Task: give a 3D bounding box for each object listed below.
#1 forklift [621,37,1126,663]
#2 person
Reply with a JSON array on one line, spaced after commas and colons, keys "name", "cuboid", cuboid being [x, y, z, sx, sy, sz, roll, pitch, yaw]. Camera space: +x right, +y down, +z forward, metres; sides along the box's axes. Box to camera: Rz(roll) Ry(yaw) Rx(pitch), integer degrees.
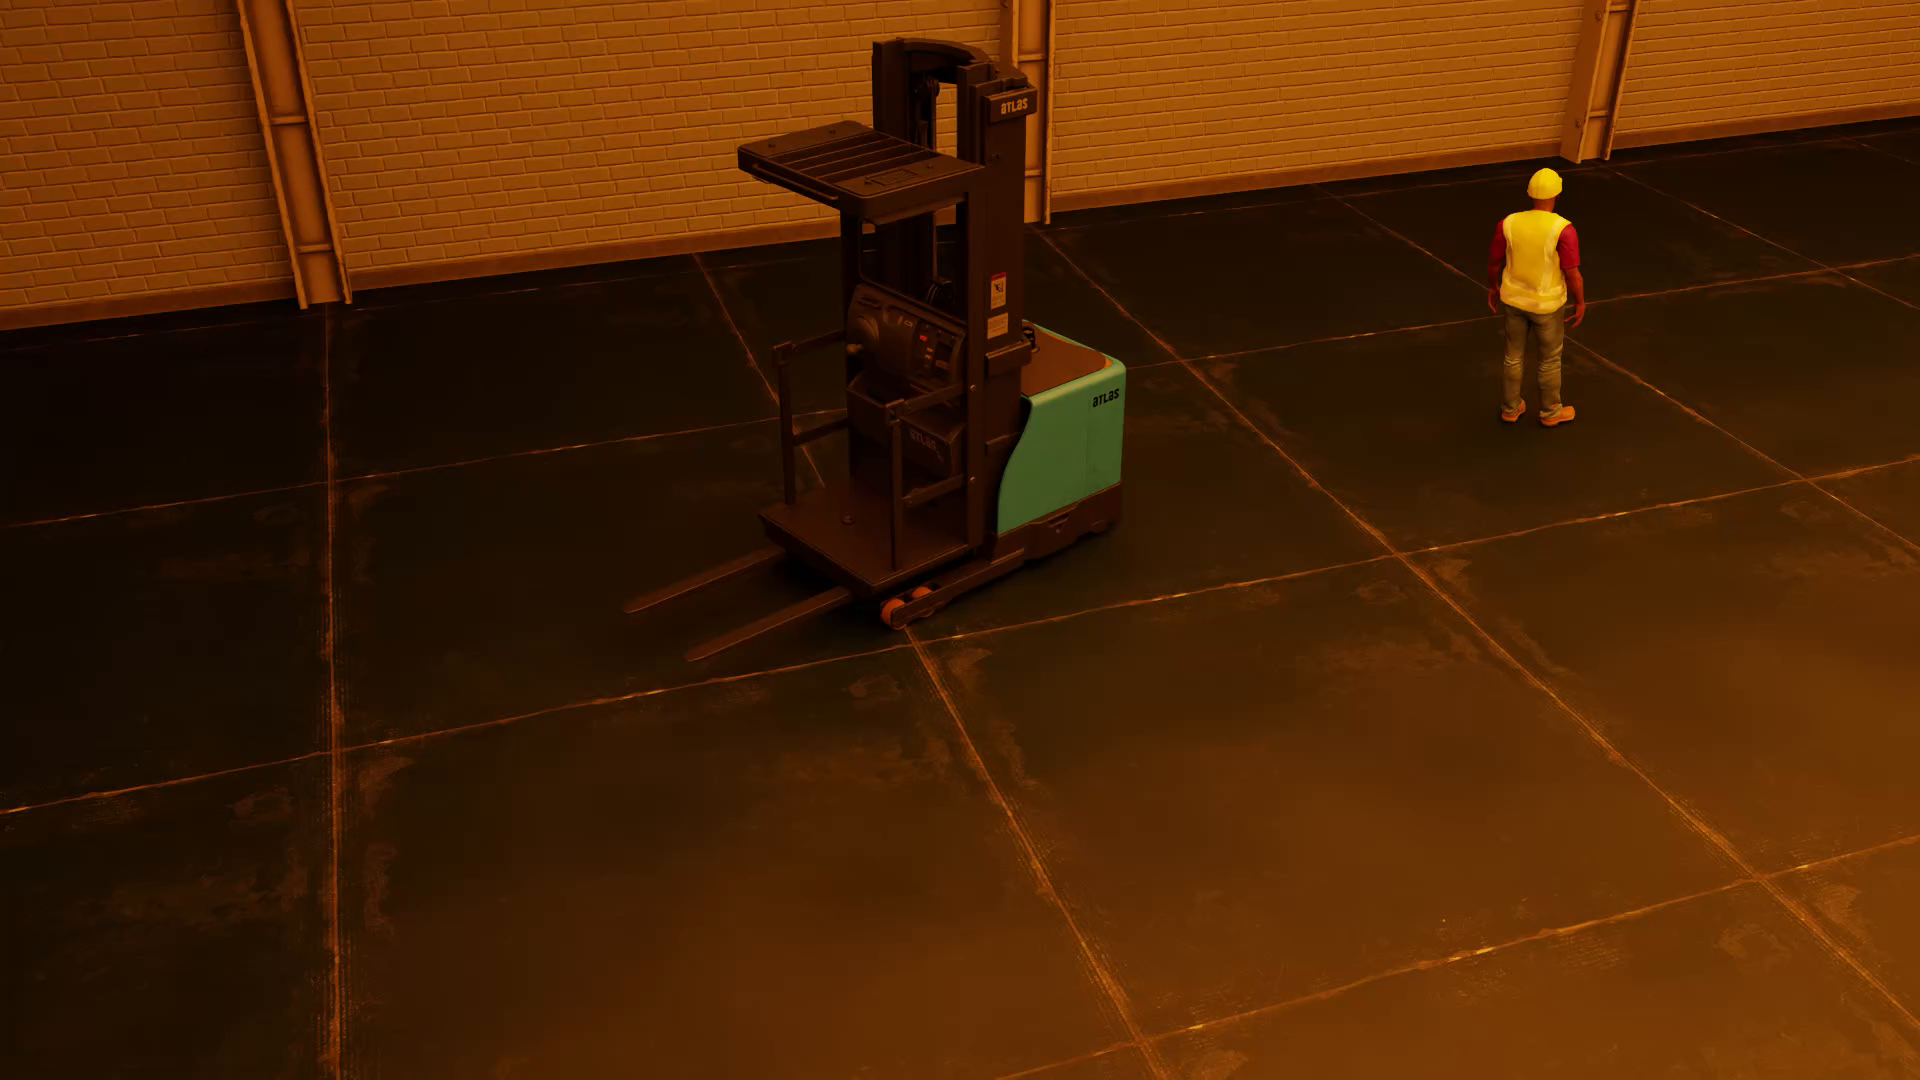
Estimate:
[{"name": "forklift", "cuboid": [-0.461, -1.072, 8.951, 3.031, 2.935, 1.130, -23, 37, -34]}, {"name": "person", "cuboid": [3.847, -1.619, 11.055, 0.665, 1.766, 0.577, 24, 38, 35]}]
